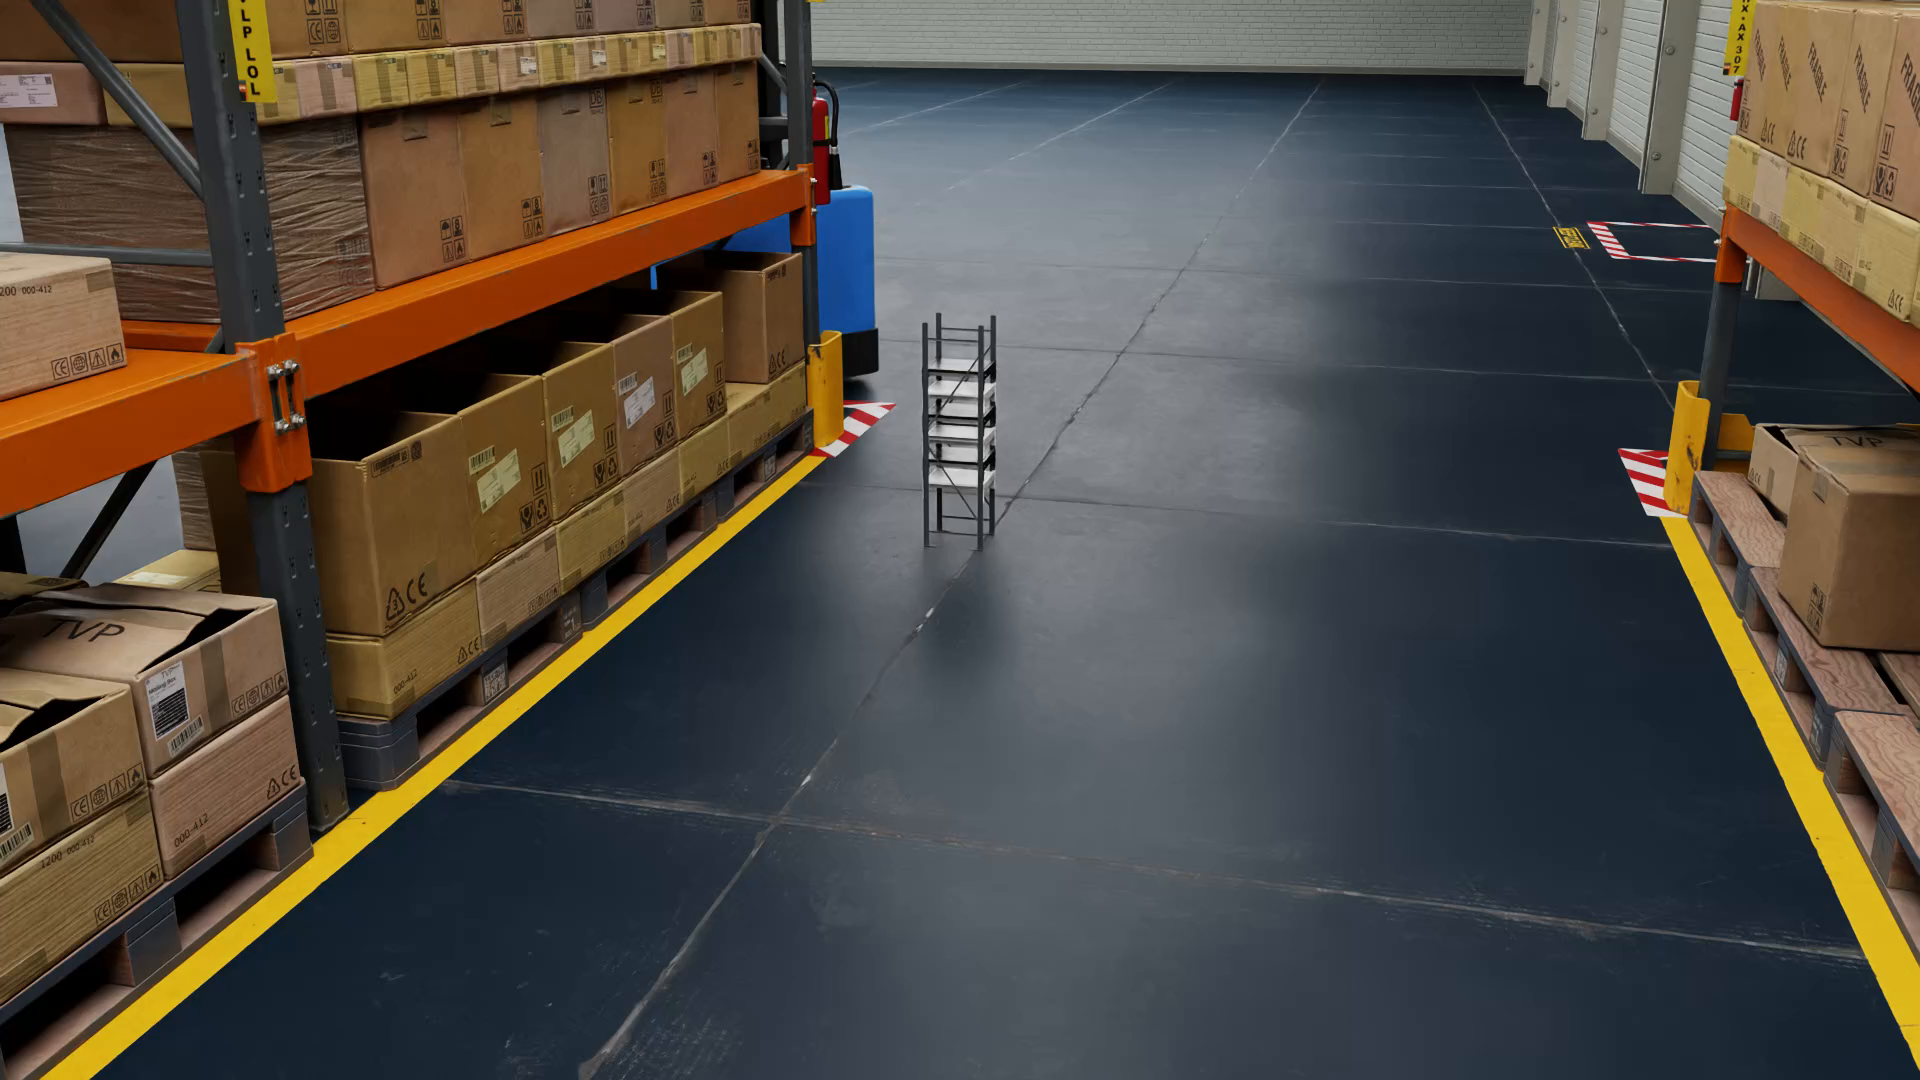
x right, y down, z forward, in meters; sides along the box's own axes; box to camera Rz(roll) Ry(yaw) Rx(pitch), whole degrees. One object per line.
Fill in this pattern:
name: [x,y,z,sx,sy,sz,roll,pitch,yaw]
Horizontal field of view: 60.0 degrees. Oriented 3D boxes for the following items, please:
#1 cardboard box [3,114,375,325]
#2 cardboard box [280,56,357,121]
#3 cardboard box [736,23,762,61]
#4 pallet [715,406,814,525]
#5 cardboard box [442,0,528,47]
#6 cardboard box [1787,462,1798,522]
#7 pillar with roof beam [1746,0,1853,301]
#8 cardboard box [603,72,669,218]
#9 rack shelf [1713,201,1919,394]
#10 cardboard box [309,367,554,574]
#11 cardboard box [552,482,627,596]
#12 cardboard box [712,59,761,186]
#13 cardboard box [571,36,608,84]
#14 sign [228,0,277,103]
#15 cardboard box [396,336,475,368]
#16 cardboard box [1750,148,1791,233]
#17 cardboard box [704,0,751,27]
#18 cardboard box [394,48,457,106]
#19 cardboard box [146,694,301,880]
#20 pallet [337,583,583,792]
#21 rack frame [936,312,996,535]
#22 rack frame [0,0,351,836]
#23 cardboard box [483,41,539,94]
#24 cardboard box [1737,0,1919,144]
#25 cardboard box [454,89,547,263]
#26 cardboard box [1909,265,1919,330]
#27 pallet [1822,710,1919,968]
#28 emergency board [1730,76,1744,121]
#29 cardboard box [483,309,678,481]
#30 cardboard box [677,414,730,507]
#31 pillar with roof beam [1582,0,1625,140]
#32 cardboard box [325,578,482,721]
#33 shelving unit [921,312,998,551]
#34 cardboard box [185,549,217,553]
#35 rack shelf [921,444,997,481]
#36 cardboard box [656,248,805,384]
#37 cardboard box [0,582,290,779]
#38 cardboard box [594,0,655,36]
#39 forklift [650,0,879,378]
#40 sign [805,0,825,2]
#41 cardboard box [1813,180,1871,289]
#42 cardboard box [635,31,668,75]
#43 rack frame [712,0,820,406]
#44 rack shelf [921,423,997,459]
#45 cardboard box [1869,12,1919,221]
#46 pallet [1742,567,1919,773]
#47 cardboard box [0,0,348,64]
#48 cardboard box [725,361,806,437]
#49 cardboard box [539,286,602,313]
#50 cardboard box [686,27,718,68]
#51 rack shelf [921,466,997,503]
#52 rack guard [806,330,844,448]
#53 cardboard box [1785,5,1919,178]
cardboard box: [-2.050,-0.883,4.478,0.700,0.500,0.500,4,19,12]
cardboard box: [-1.838,-1.198,4.396,0.380,0.149,0.250,5,19,14]
cardboard box: [-1.084,-2.169,7.240,0.380,0.149,0.250,4,19,12]
pallet: [-1.321,-0.387,7.495,1.003,0.211,1.213,5,19,13]
cardboard box: [-1.805,-1.812,5.191,0.700,0.500,0.500,5,19,13]
cardboard box: [3.234,-0.107,5.840,0.500,0.311,0.500,6,20,18]
pillar with roof beam: [1.589,-6.332,11.303,9.100,9.000,0.400,5,19,13]
cardboard box: [-1.552,-1.532,6.377,0.700,0.500,0.500,5,19,14]
rack shelf: [3.141,-0.593,4.895,1.077,0.370,4.000,5,19,13]
cardboard box: [-1.621,-0.227,5.154,0.500,0.500,0.500,5,19,13]
cardboard box: [-1.491,-0.028,5.732,0.500,0.250,0.500,5,19,13]
cardboard box: [-1.302,-1.852,7.314,0.700,0.500,0.500,5,19,13]
cardboard box: [-1.461,-1.683,5.816,0.380,0.149,0.250,4,19,13]
sign: [-1.624,-1.167,3.794,0.100,0.325,0.005,5,19,13]
cardboard box: [-1.999,-0.424,5.732,0.500,0.500,0.500,5,19,13]
cardboard box: [3.089,-1.207,5.781,0.500,0.250,0.500,4,19,12]
cardboard box: [-1.314,-2.449,7.056,0.700,0.500,0.500,5,19,14]
cardboard box: [-1.714,-1.361,4.874,0.380,0.149,0.250,4,19,13]
cardboard box: [-1.973,0.559,4.014,0.500,0.250,0.500,4,19,13]
pallet: [-1.917,0.377,5.256,1.003,0.211,1.213,5,19,13]
rack frame: [0.023,-0.455,6.628,0.240,0.900,0.006,5,19,13]
rack frame: [-2.152,-0.696,4.085,1.000,3.000,0.127,5,19,13]
cardboard box: [-1.588,-1.524,5.349,0.380,0.149,0.250,4,19,12]
cardboard box: [3.221,-1.727,6.145,0.500,0.500,0.500,5,19,13]
cardboard box: [-1.801,-1.206,5.423,0.700,0.500,0.500,5,19,14]
cardboard box: [2.604,-0.573,3.924,0.500,0.250,0.500,5,19,14]
pallet: [2.782,0.800,4.018,1.003,0.211,1.213,5,19,13]
emergency board: [6.404,-3.924,13.536,0.194,1.169,0.643,5,19,13]
cardboard box: [-1.371,-0.540,6.071,0.500,0.500,0.500,5,19,13]
cardboard box: [-1.251,-0.341,6.651,0.500,0.250,0.500,5,19,13]
pillar with roof beam: [4.520,-10.093,22.315,9.100,9.000,0.400,5,19,13]
cardboard box: [-1.745,0.285,4.817,0.500,0.250,0.500,5,19,13]
shelving unit: [-0.002,-0.423,6.535,0.258,0.900,0.210,5,19,13]
cardboard box: [-2.119,0.088,5.394,0.500,0.250,0.500,5,19,13]
rack shelf: [-0.002,-0.307,6.575,0.258,0.077,0.200,5,19,13]
cardboard box: [-1.018,-1.011,7.450,0.500,0.500,0.500,5,19,13]
cardboard box: [-1.973,0.290,3.933,0.500,0.311,0.500,5,19,13]
cardboard box: [-1.560,-2.126,6.109,0.700,0.500,0.500,5,19,14]
forklift: [-1.764,-2.533,9.568,1.130,2.935,3.031,-15,24,-36]
sign: [-0.652,-2.563,7.392,0.100,0.325,0.005,5,19,13]
cardboard box: [2.833,-0.889,4.851,0.500,0.250,0.500,5,19,14]
cardboard box: [-1.336,-1.846,6.293,0.380,0.149,0.250,5,20,15]
rack frame: [-1.175,-1.950,7.756,1.000,3.000,0.127,5,19,13]
rack shelf: [-0.002,-0.392,6.545,0.258,0.077,0.200,5,19,13]
cardboard box: [2.718,-1.086,4.267,0.500,0.500,0.500,4,19,12]
pallet: [3.078,0.417,5.141,1.003,0.211,1.213,5,19,13]
cardboard box: [-2.050,-1.497,4.268,0.700,0.500,0.500,5,19,14]
cardboard box: [-1.020,-0.656,7.572,0.500,0.250,0.500,5,19,13]
cardboard box: [-1.752,-0.737,6.649,0.500,0.500,0.500,5,19,13]
cardboard box: [-1.209,-2.007,6.765,0.380,0.149,0.250,4,19,13]
rack shelf: [-0.002,-0.221,6.604,0.258,0.077,0.200,5,19,13]
rack guard: [-1.169,-0.775,8.182,1.175,0.500,0.348,5,19,13]
cardboard box: [2.958,-1.412,5.221,0.500,0.500,0.500,4,19,12]
